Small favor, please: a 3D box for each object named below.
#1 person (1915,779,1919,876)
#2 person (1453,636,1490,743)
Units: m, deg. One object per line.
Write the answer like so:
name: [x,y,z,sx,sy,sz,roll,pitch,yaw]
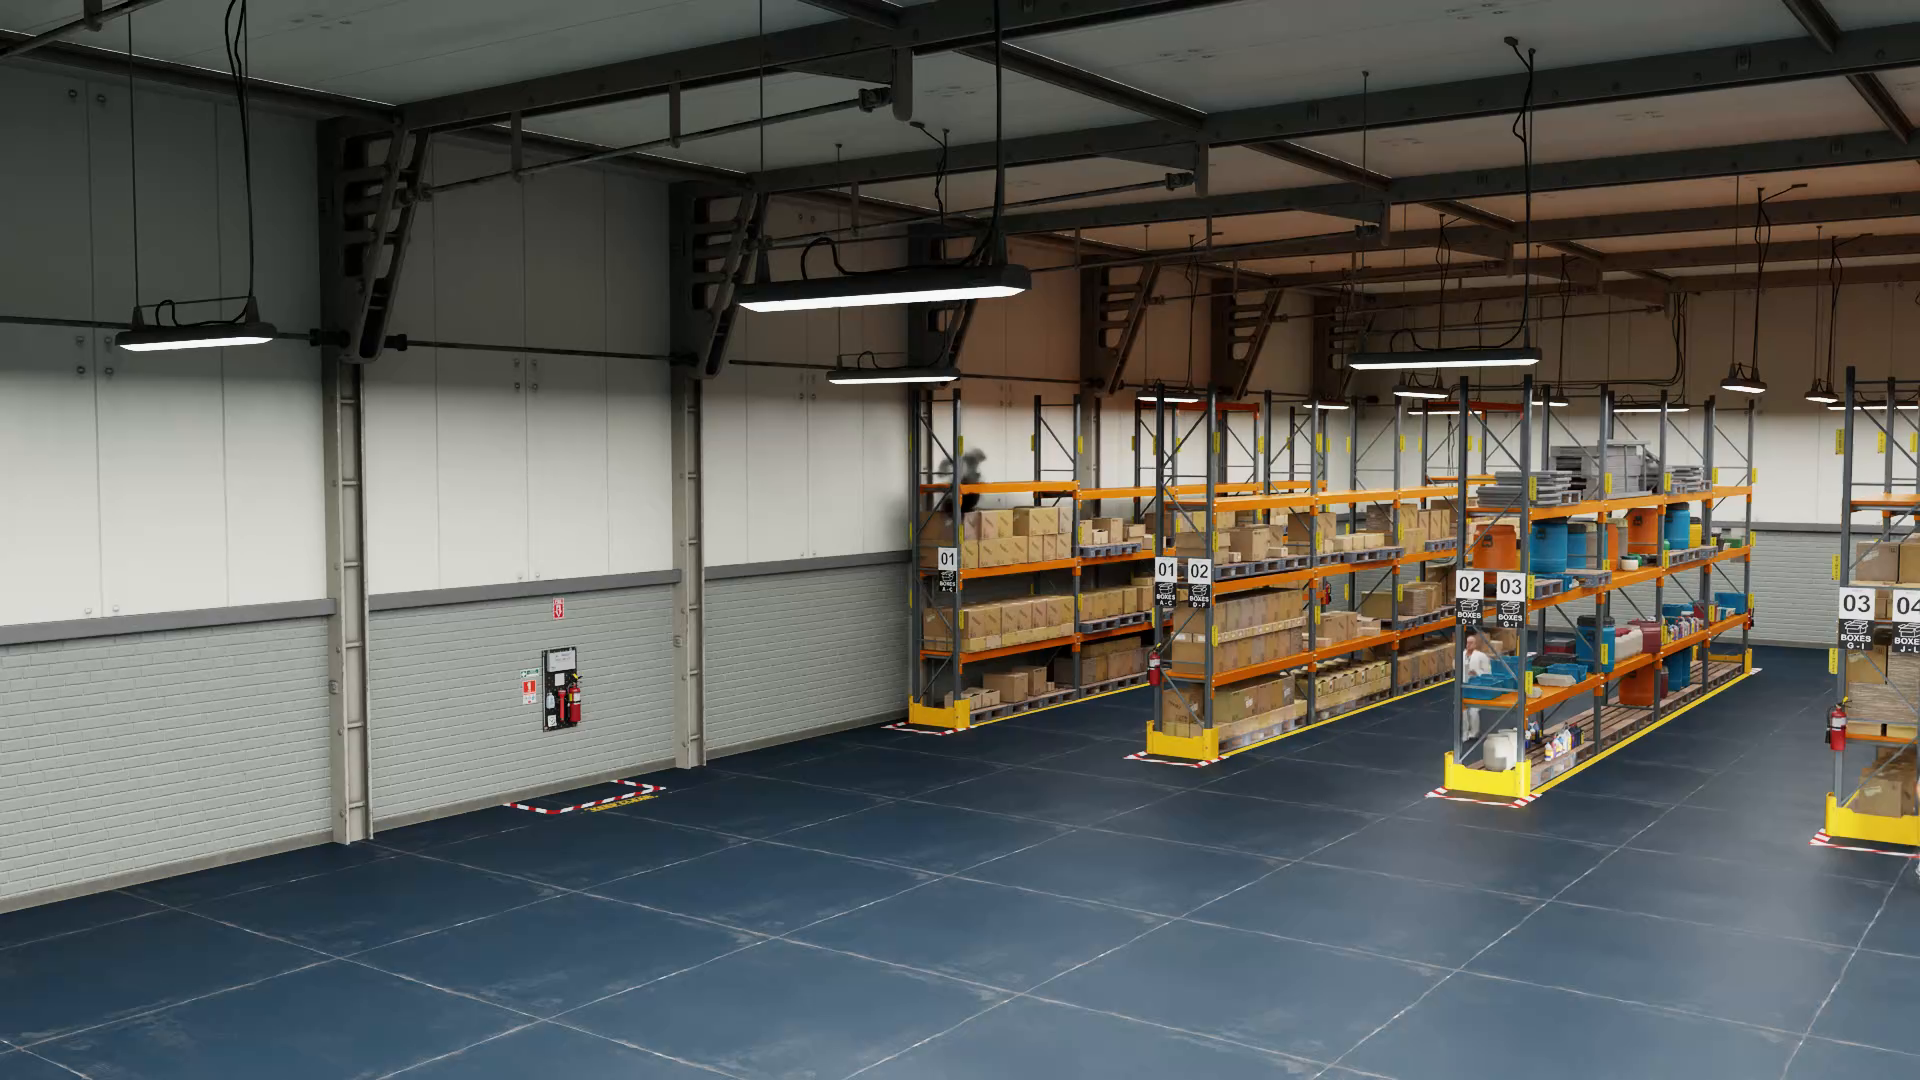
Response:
person: [10.965,3.134,18.474,0.586,1.730,0.782,-1,3,-16]
person: [8.576,2.531,28.063,0.698,1.811,0.747,2,4,34]
